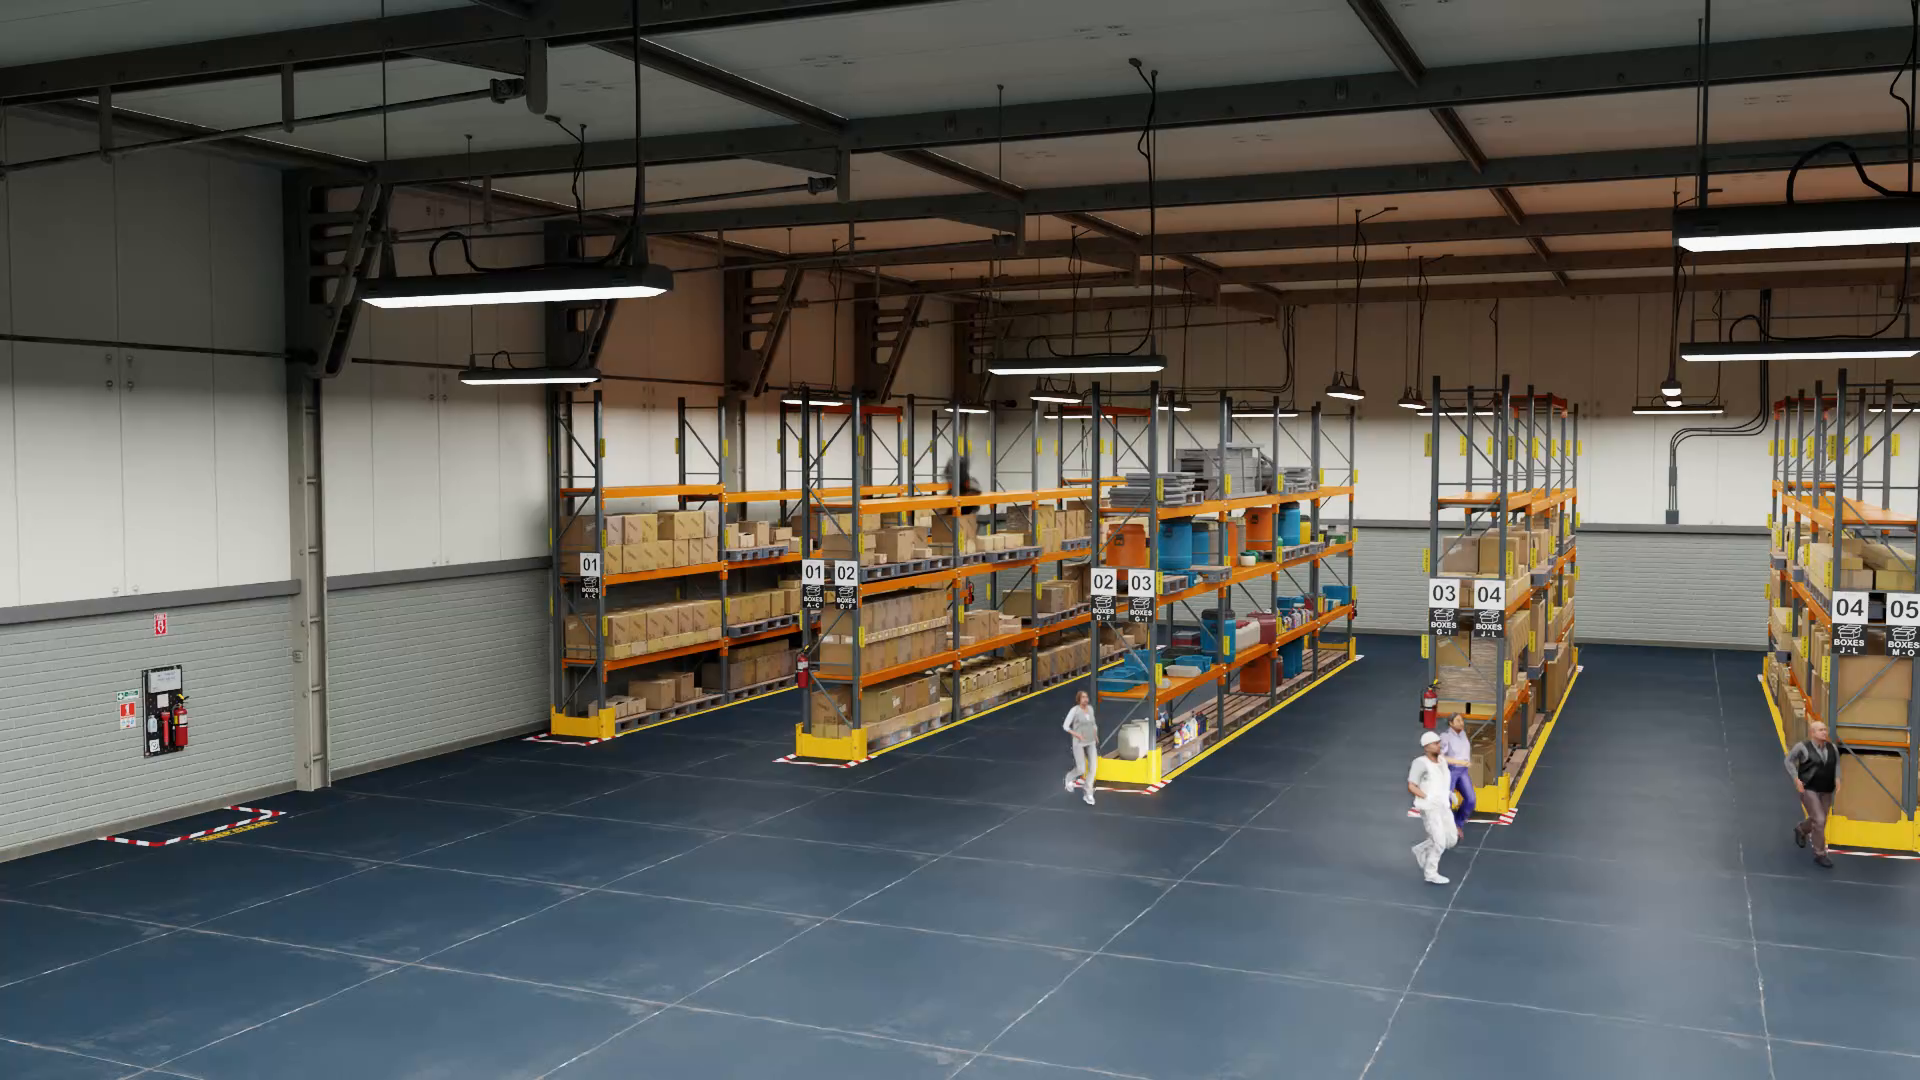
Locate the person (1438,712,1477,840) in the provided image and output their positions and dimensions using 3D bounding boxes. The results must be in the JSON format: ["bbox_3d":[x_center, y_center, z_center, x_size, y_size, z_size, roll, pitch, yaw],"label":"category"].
[{"bbox_3d":[6.337,3.031,21.246,0.632,1.679,0.685,-2,4,-26],"label":"person"}]

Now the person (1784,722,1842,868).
[{"bbox_3d":[10.363,3.044,20.204,0.648,1.715,0.869,0,3,-7],"label":"person"}]

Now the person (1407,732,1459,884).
[{"bbox_3d":[5.439,3.075,19.164,0.679,1.732,0.621,-3,4,-40],"label":"person"}]

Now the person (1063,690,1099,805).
[{"bbox_3d":[1.725,2.920,23.605,0.555,1.586,0.682,-1,3,-24],"label":"person"}]
